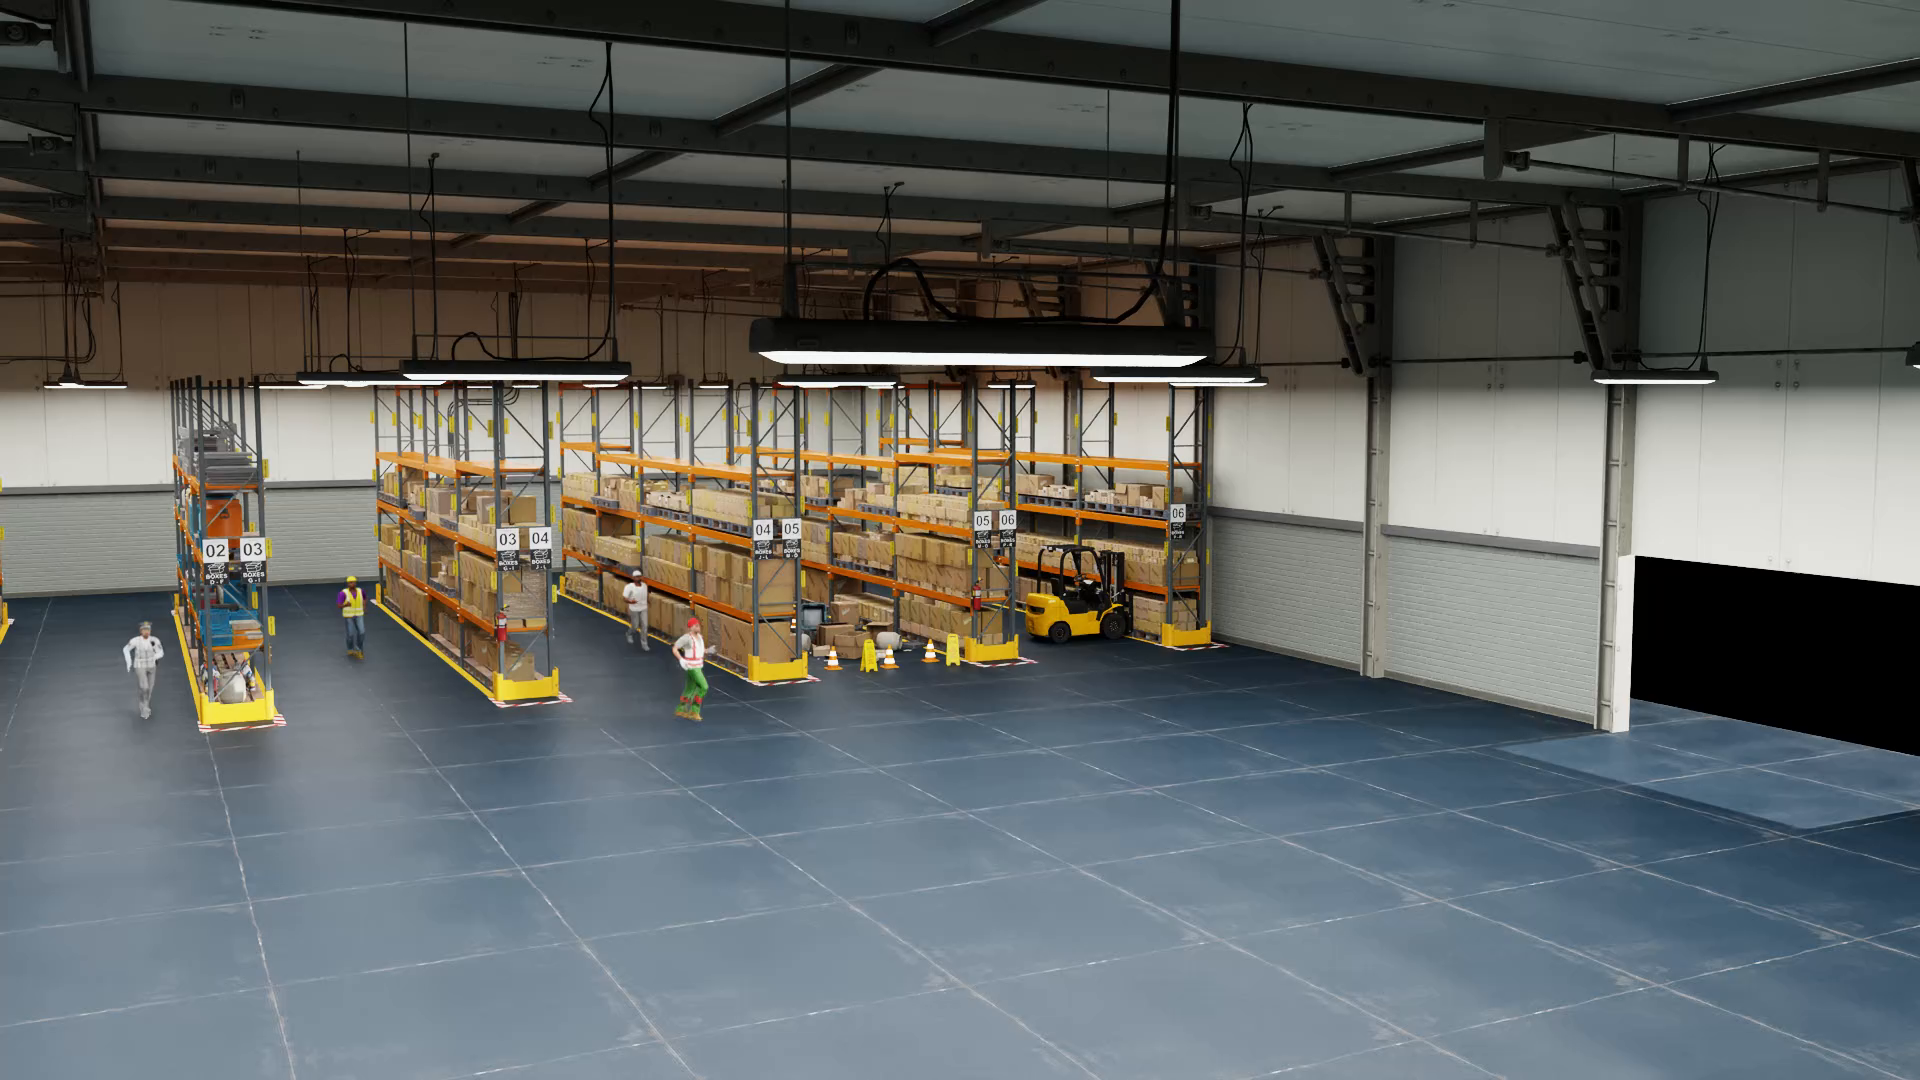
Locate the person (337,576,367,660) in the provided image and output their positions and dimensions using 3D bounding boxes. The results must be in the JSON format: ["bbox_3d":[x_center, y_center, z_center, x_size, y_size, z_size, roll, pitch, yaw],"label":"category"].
[{"bbox_3d":[-13.013,1.675,35.698,0.673,1.812,0.706,-3,6,-33],"label":"person"}]

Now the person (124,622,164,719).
[{"bbox_3d":[-14.343,2.282,29.293,0.572,1.714,0.783,-5,7,-41],"label":"person"}]

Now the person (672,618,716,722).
[{"bbox_3d":[-4.629,2.267,29.042,0.746,1.832,0.616,1,5,15],"label":"person"}]

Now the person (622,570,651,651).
[{"bbox_3d":[-7.151,1.514,36.917,0.700,1.684,0.957,-4,6,-35],"label":"person"}]
